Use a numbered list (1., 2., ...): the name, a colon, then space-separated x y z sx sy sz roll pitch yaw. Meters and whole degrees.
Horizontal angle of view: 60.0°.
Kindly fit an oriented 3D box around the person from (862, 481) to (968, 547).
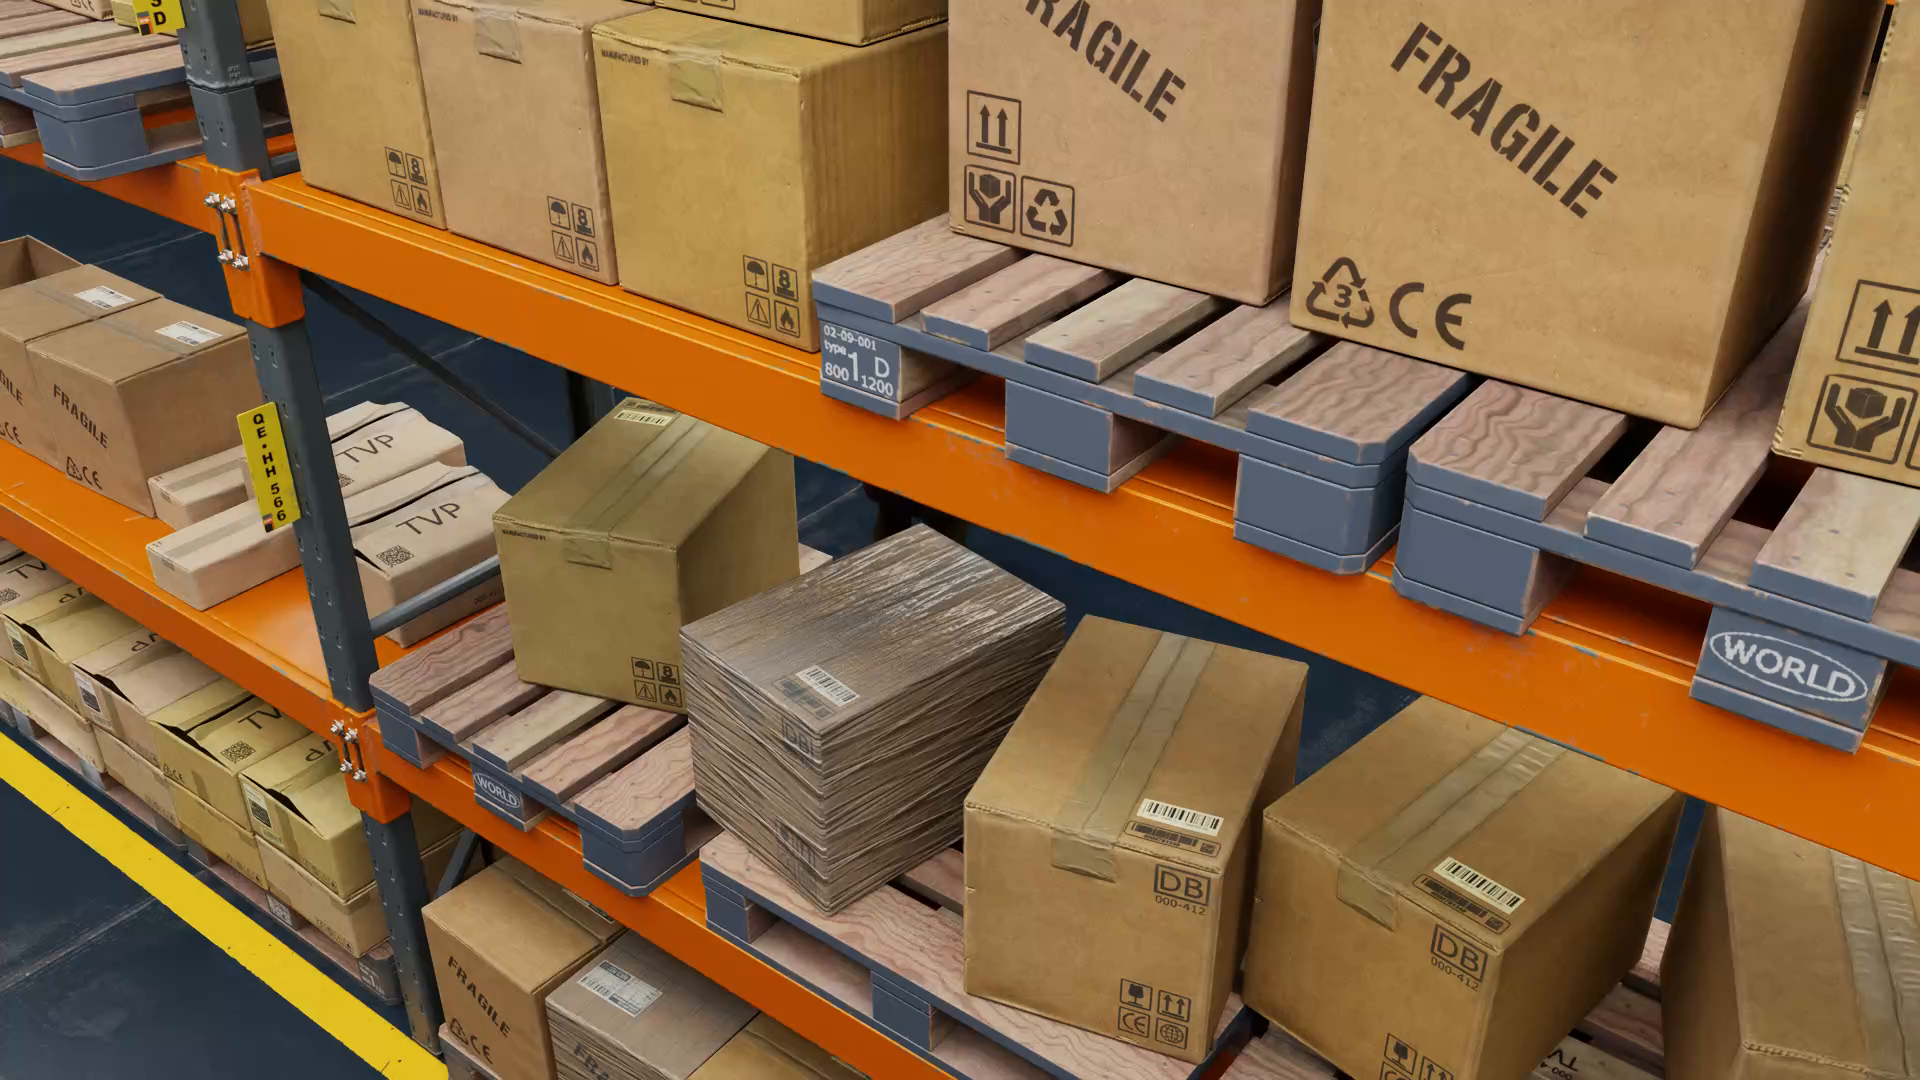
1. person: -0.109 -0.387 6.959 0.544 1.626 0.697 20 36 30
